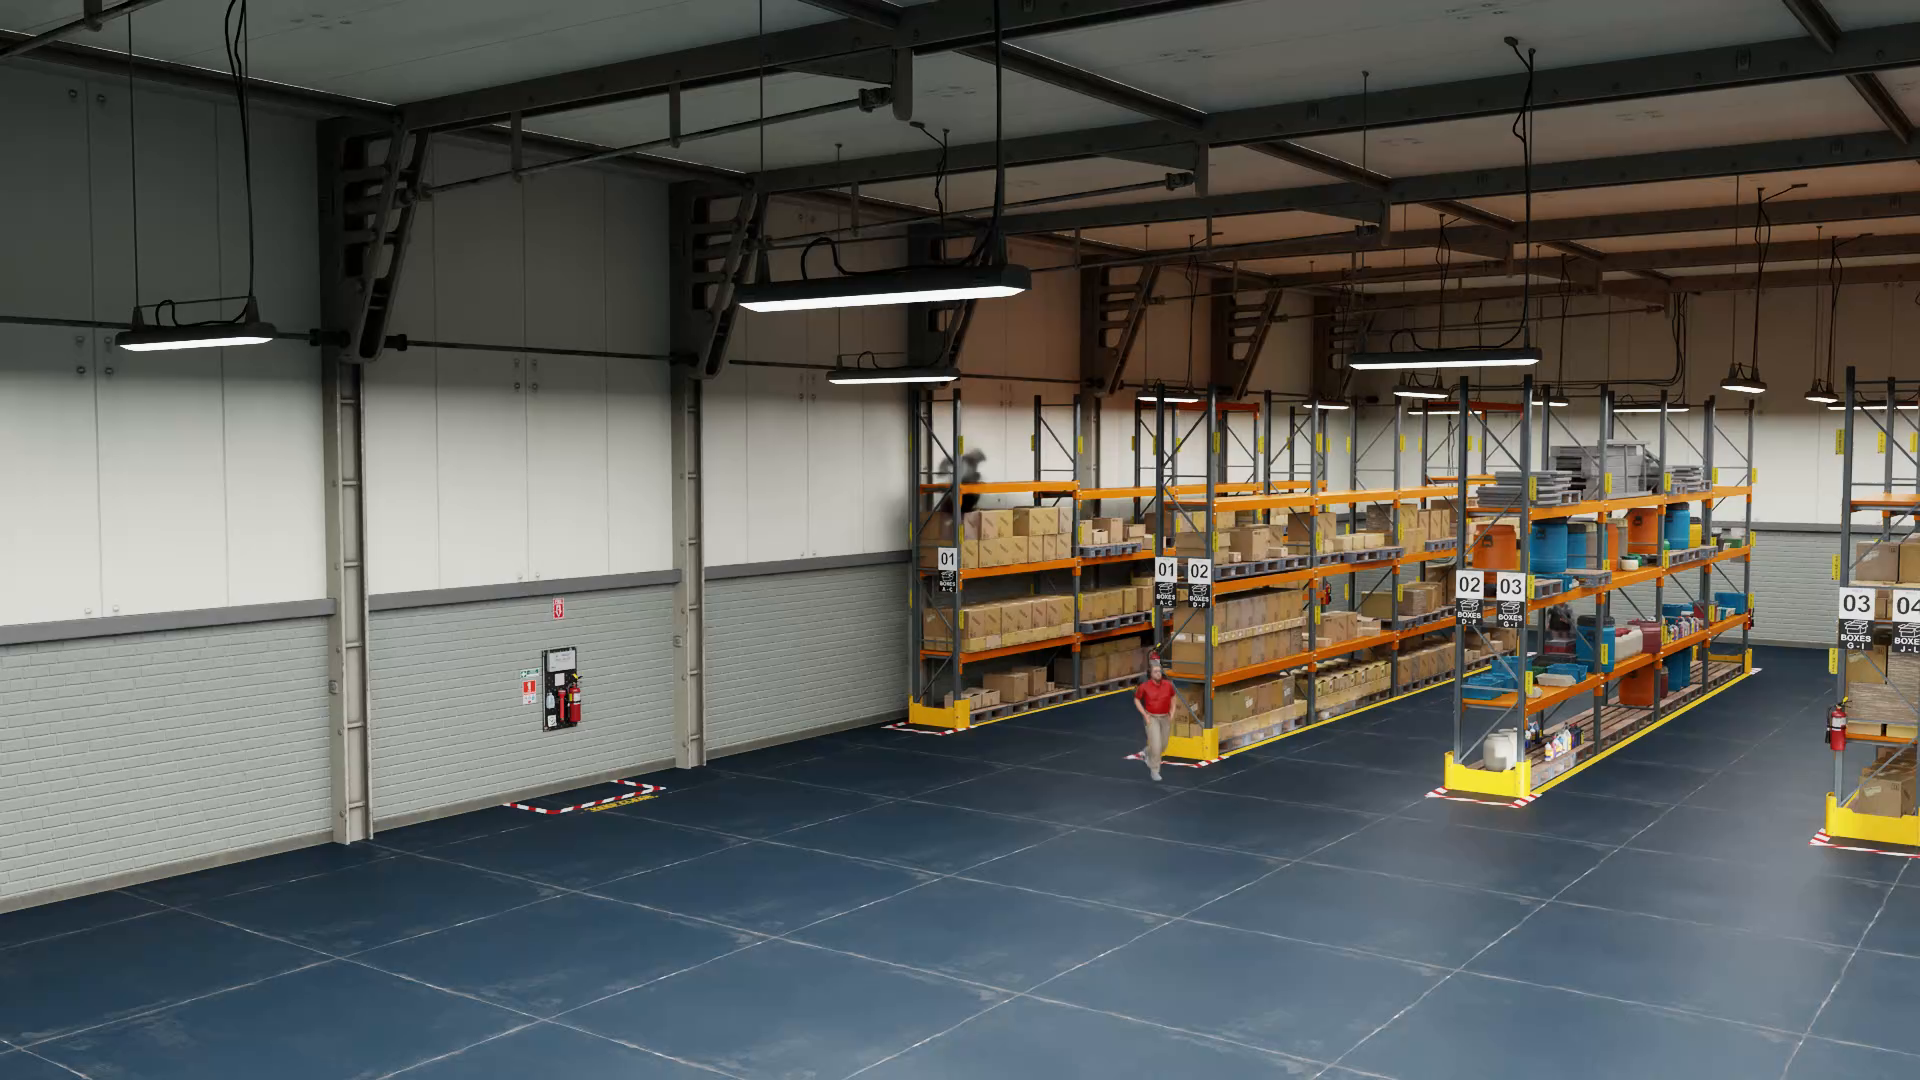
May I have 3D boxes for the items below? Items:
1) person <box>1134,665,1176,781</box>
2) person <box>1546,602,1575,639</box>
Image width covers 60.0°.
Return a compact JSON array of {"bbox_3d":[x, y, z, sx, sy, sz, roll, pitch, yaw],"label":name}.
[{"bbox_3d":[2.940,2.734,25.104,0.672,1.738,0.729,-1,3,-16],"label":"person"},{"bbox_3d":[13.282,2.050,36.849,0.628,1.753,0.727,1,3,20],"label":"person"}]
